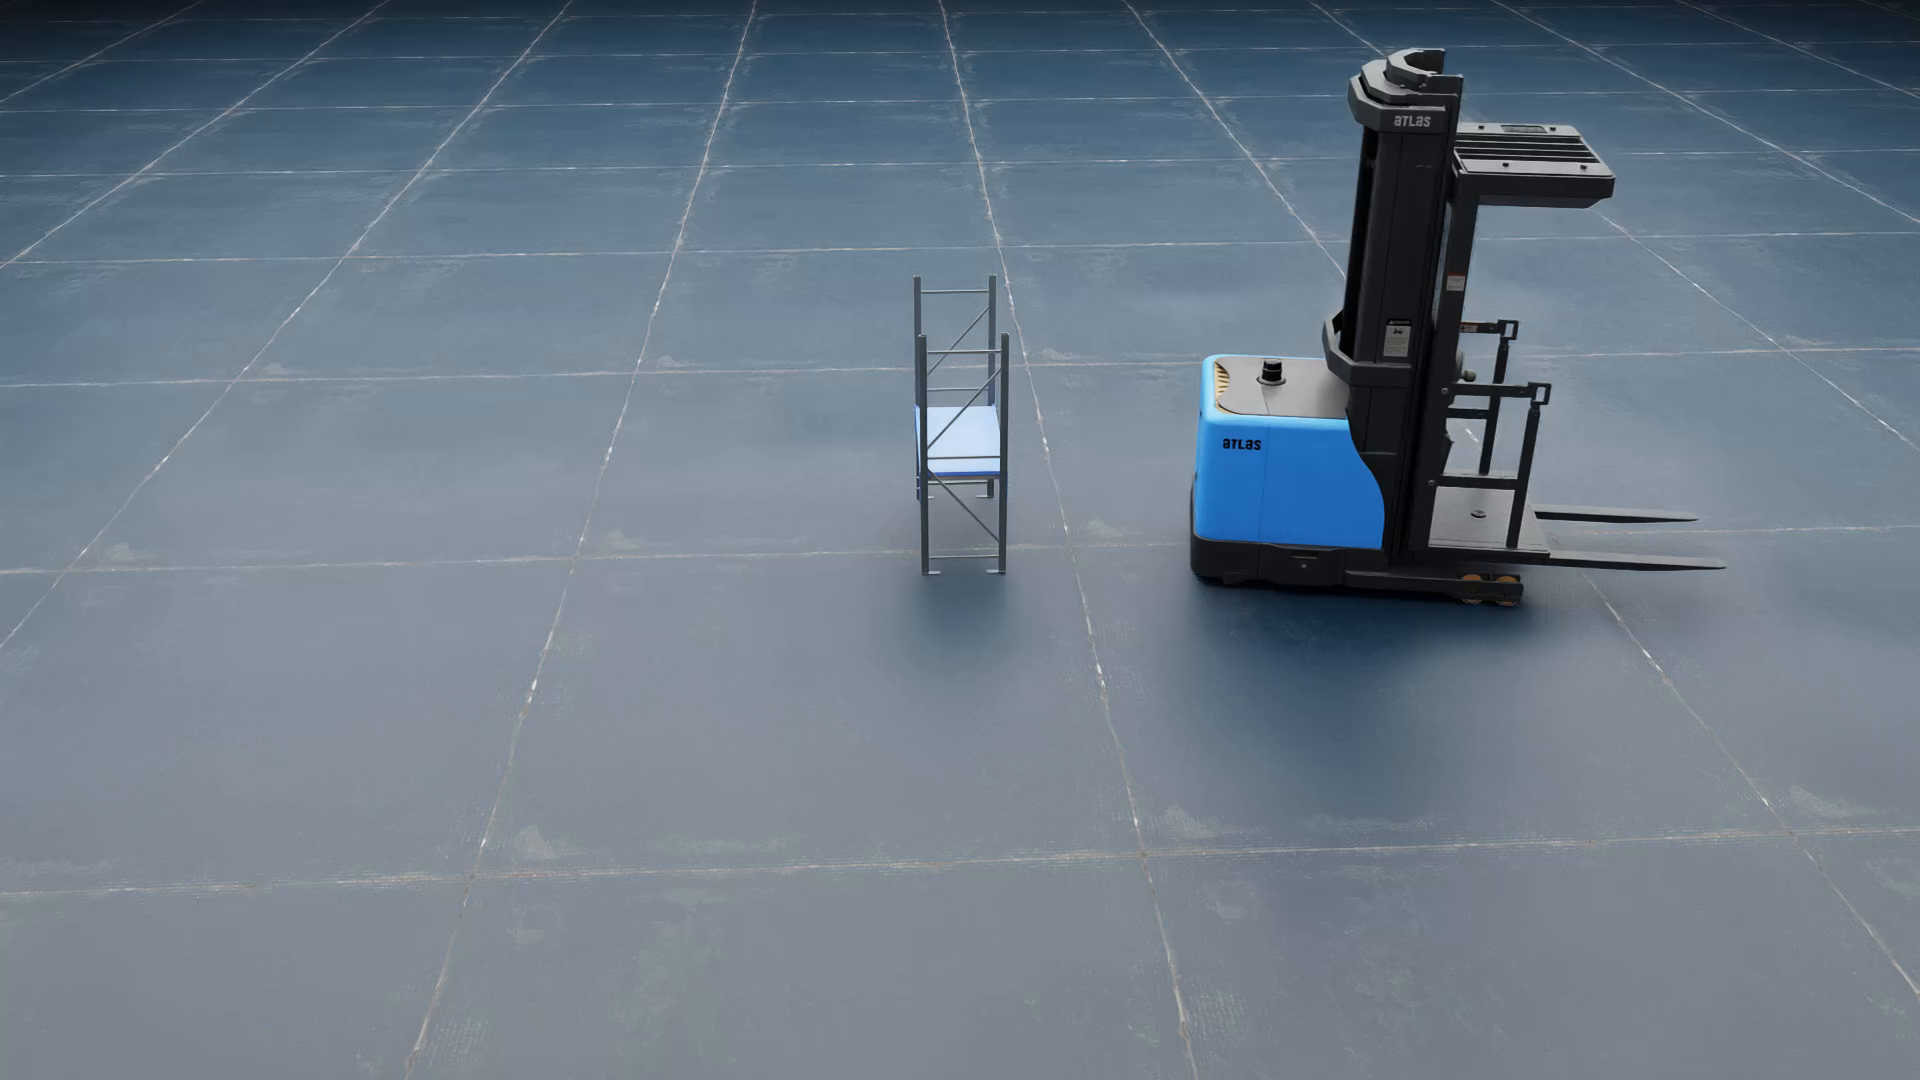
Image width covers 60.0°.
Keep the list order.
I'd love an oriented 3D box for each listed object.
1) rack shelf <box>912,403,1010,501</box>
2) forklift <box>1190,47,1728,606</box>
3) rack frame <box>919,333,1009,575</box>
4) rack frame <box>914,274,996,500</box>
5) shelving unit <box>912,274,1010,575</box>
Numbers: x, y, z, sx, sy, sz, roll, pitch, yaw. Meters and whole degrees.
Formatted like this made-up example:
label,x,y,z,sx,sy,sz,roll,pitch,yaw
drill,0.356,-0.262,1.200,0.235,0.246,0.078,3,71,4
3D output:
label,x,y,z,sx,sy,sz,roll,pitch,yaw
rack shelf,-0.004,-0.545,10.062,0.538,0.185,1.000,-1,28,-3
forklift,2.911,-1.184,9.350,3.031,2.935,1.130,3,28,6
rack frame,0.022,-0.470,9.529,0.500,1.500,0.032,-1,28,-3
rack frame,-0.031,-0.939,10.429,0.500,1.500,0.032,-1,28,-3
shelving unit,-0.004,-0.704,9.979,0.538,1.500,1.048,-1,28,-3
